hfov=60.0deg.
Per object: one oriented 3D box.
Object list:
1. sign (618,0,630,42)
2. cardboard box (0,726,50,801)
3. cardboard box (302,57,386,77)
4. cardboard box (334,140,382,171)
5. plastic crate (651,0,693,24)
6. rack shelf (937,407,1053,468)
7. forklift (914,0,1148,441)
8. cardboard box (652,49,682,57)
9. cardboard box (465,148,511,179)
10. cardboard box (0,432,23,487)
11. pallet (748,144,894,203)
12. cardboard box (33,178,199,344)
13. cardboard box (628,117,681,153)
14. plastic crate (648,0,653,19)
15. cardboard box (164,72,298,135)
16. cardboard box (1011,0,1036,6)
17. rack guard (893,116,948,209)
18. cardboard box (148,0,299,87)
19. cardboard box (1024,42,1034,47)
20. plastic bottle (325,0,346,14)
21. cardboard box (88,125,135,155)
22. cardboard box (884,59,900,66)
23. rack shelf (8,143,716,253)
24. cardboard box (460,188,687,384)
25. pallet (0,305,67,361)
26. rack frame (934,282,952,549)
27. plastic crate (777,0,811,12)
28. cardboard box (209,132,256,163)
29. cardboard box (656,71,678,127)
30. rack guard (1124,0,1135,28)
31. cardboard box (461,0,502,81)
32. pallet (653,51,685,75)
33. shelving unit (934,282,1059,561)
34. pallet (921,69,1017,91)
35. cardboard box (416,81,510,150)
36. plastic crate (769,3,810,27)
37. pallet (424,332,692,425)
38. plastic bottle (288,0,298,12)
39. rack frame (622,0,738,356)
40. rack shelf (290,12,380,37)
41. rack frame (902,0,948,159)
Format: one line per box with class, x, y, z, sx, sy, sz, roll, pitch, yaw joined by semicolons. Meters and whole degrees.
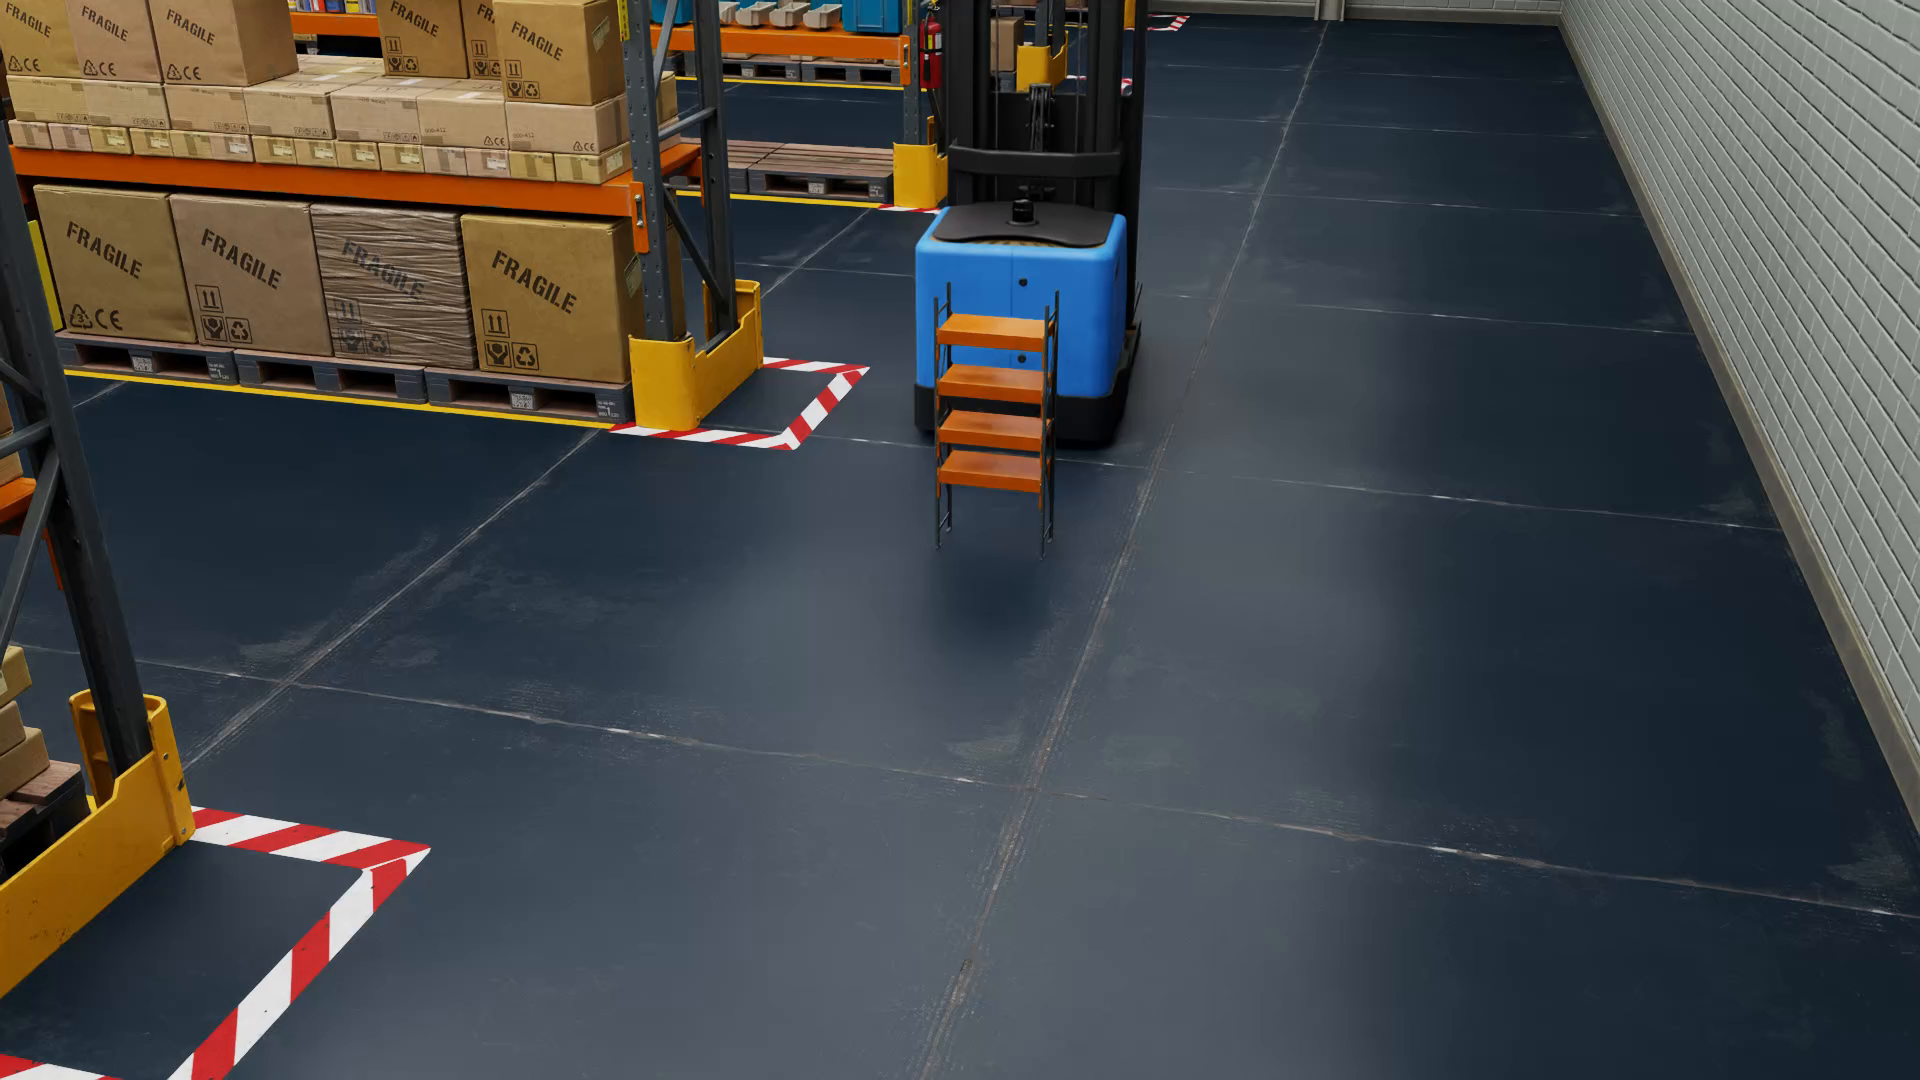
sign;-1.643;-2.604;8.107;0.005;0.325;0.100;6;26;13
cardboard box;-3.256;0.764;5.484;0.250;0.149;0.380;7;26;14
cardboard box;-3.390;-2.591;9.531;0.500;0.250;0.500;6;26;12
cardboard box;-3.163;-2.122;9.011;0.250;0.149;0.380;6;26;13
plastic crate;-2.314;-4.325;13.470;0.300;0.233;0.416;6;26;13
rack shelf;0.160;-0.463;7.484;0.480;0.148;0.258;6;26;13
forklift;0.514;-2.447;9.480;1.130;2.935;3.031;4;26;9
cardboard box;-3.447;-5.754;18.743;0.500;0.500;0.500;6;26;13
cardboard box;-2.418;-2.041;8.839;0.250;0.149;0.380;6;26;13
cardboard box;-3.060;-0.202;4.977;0.250;0.149;0.380;6;26;13
pallet;-1.050;-3.106;14.028;1.213;0.211;1.003;6;26;13
cardboard box;-4.750;-1.753;9.926;0.875;0.875;0.875;6;26;13
cardboard box;-1.756;-2.261;9.301;0.250;0.149;0.380;7;26;14
plastic crate;-2.702;-4.422;13.617;0.530;0.282;0.437;6;26;13
cardboard box;-3.995;-2.426;9.184;0.500;0.250;0.500;7;26;14
cardboard box;1.019;-7.533;22.502;0.500;0.500;0.700;6;26;13
rack guard;-0.235;-3.135;13.753;0.348;0.500;1.175;6;26;13
cardboard box;-3.989;-2.765;9.023;0.500;0.500;0.500;5;26;11
cardboard box;0.656;-5.422;18.453;0.250;0.149;0.380;6;26;13
plastic bottle;-5.286;-4.649;14.082;0.185;0.351;0.144;6;26;13
cardboard box;-4.655;-2.287;9.357;0.250;0.149;0.380;7;26;15
cardboard box;-0.525;-5.349;18.183;0.500;0.250;0.500;6;26;13
rack shelf;-3.432;-2.088;9.483;4.000;0.370;1.077;6;26;13
cardboard box;-2.135;-1.464;9.319;0.875;0.875;0.875;6;26;13
pallet;-6.135;-1.419;10.485;1.213;0.211;1.003;6;26;13
rack frame;-0.076;-0.550;7.510;0.015;1.200;0.240;6;26;13
plastic crate;-1.365;-4.474;13.894;0.298;0.136;0.250;6;26;13
cardboard box;-3.910;-2.205;9.184;0.250;0.149;0.380;7;26;14
cardboard box;-1.892;-2.429;9.191;0.500;0.250;0.500;6;26;12
rack guard;2.229;-7.254;22.405;0.348;0.500;1.175;6;26;13
cardboard box;-2.377;-2.821;9.142;0.500;0.500;0.500;6;26;12
pallet;-3.695;-5.563;19.189;1.213;0.211;1.003;6;26;13
shelving unit;0.160;-0.524;7.455;0.503;1.200;0.258;6;26;13
pallet;0.130;-5.156;18.335;1.213;0.211;1.003;6;26;13
cardboard box;-2.521;-2.261;8.838;0.500;0.250;0.500;6;26;12
plastic crate;-1.373;-4.218;13.356;0.243;0.136;0.396;6;26;13
pallet;-2.289;-0.993;9.589;1.213;0.211;1.003;6;26;13
plastic bottle;-5.689;-4.615;14.186;0.097;0.201;0.097;0;25;0
rack frame;-1.495;-2.199;8.878;0.127;3.000;1.000;6;26;13
rack shelf;-6.072;-4.578;14.713;4.000;0.370;1.077;6;26;13
rack frame;-0.261;-4.261;13.210;0.127;3.000;1.000;6;26;13
